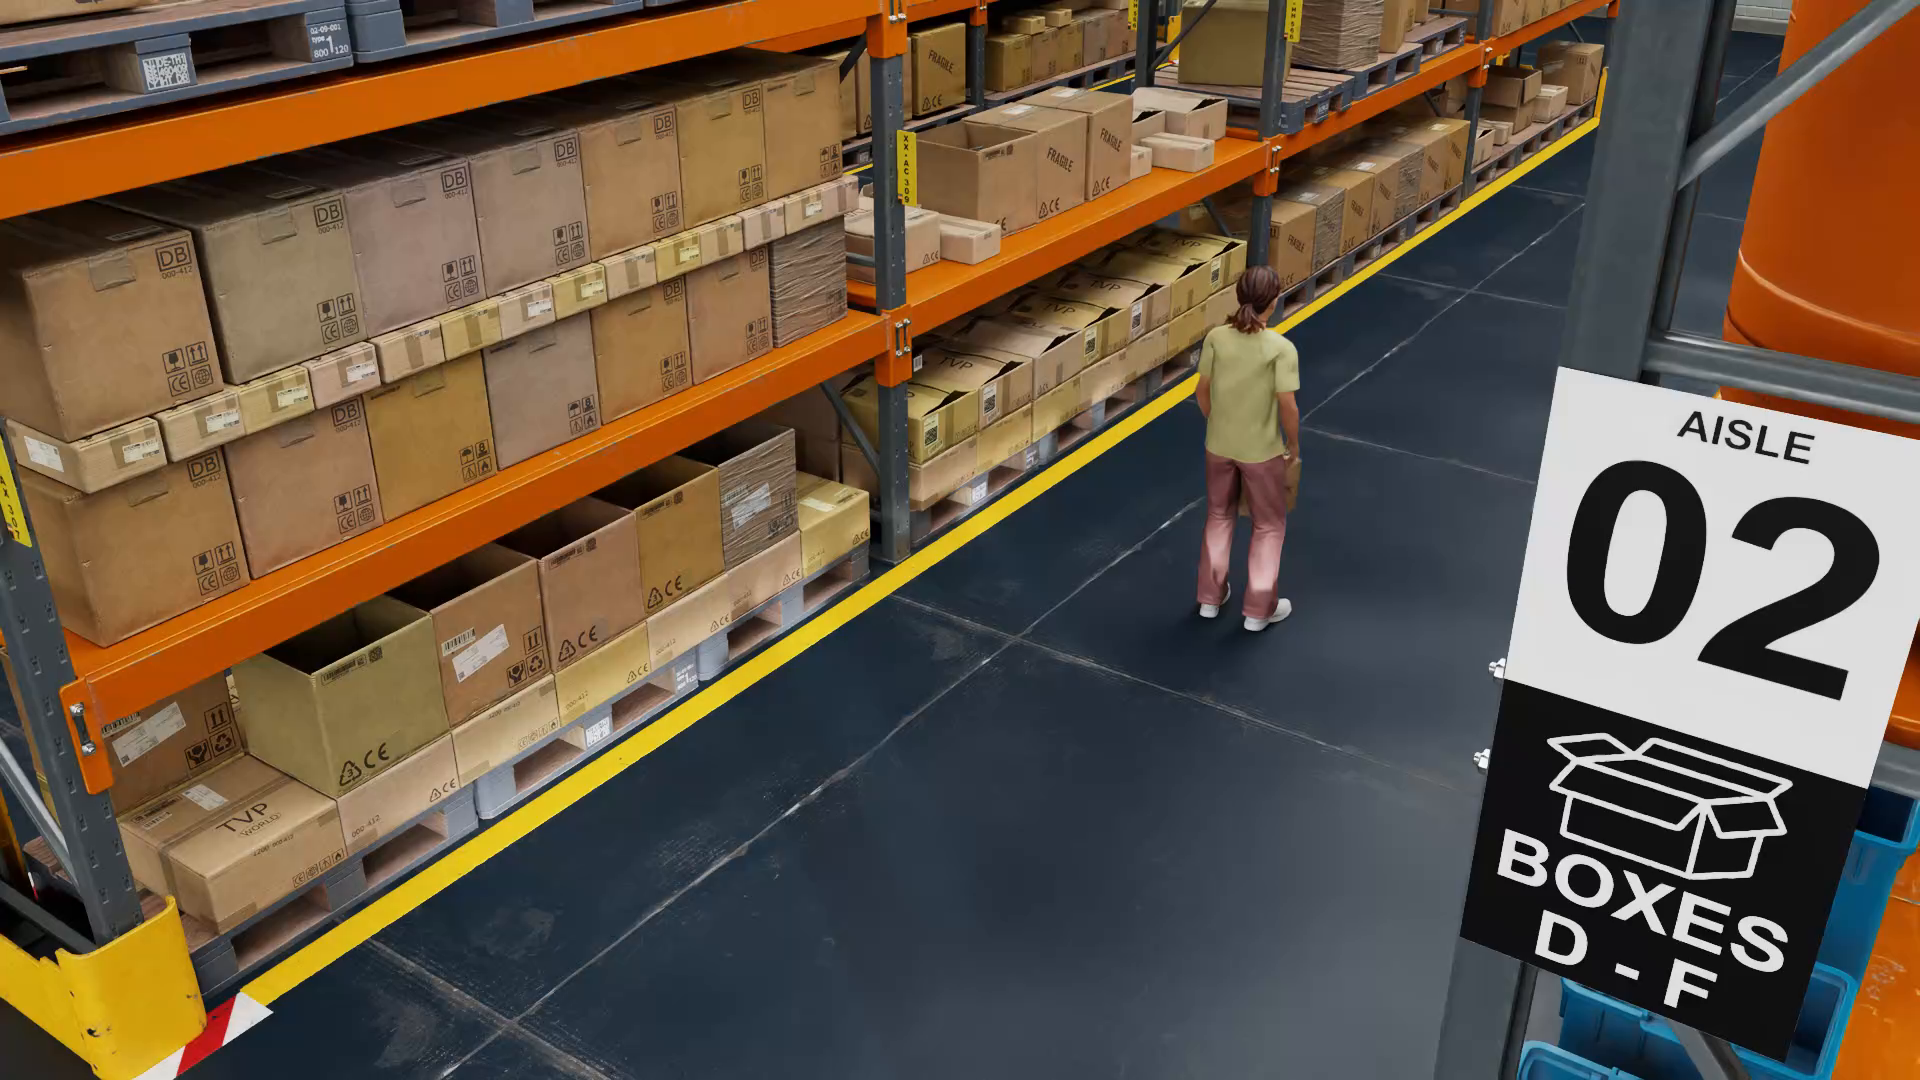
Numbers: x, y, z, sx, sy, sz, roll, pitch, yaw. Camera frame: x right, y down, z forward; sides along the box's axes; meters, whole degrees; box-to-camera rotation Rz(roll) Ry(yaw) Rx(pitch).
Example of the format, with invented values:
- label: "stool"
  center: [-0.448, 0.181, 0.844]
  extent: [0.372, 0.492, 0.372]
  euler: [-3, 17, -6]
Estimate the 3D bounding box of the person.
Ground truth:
- label: "person"
  center: [1.276, -0.406, 7.410]
  extent: [0.480, 1.676, 0.362]
  euler: [17, 31, 29]
